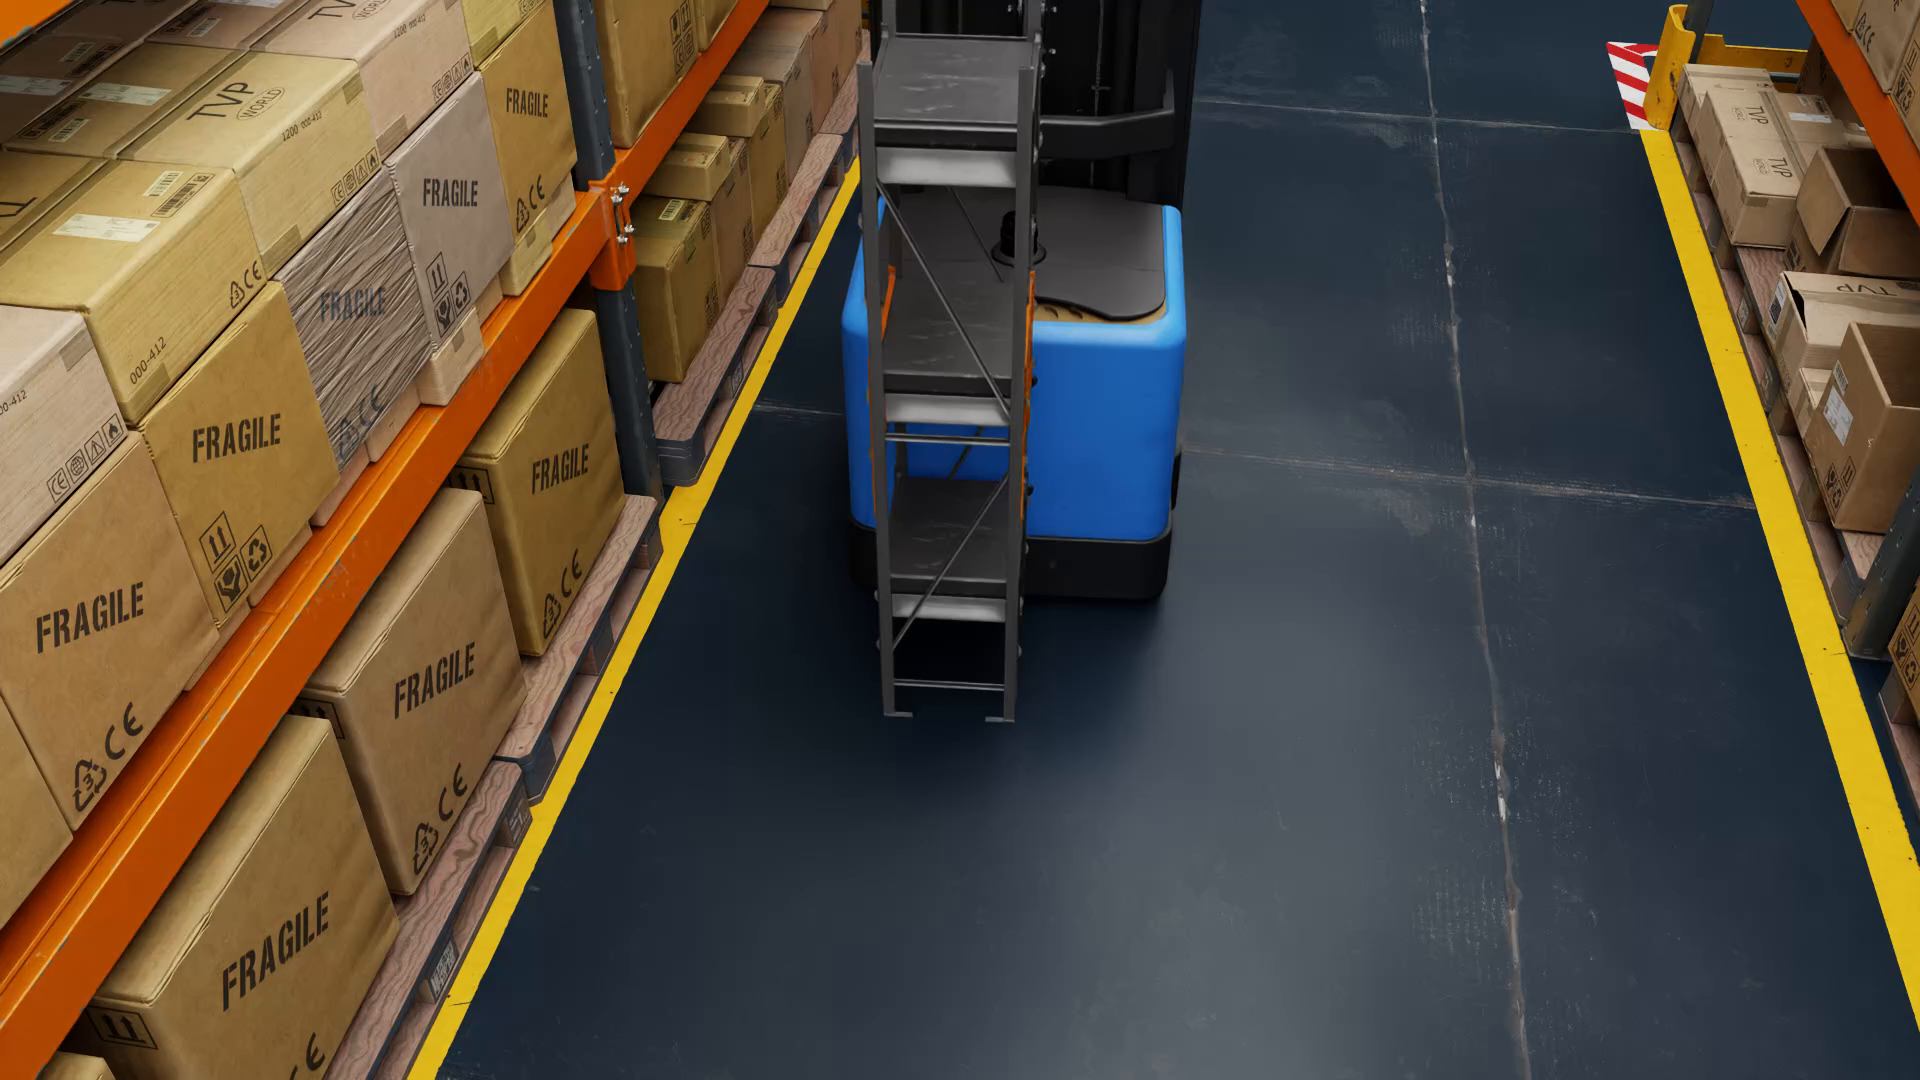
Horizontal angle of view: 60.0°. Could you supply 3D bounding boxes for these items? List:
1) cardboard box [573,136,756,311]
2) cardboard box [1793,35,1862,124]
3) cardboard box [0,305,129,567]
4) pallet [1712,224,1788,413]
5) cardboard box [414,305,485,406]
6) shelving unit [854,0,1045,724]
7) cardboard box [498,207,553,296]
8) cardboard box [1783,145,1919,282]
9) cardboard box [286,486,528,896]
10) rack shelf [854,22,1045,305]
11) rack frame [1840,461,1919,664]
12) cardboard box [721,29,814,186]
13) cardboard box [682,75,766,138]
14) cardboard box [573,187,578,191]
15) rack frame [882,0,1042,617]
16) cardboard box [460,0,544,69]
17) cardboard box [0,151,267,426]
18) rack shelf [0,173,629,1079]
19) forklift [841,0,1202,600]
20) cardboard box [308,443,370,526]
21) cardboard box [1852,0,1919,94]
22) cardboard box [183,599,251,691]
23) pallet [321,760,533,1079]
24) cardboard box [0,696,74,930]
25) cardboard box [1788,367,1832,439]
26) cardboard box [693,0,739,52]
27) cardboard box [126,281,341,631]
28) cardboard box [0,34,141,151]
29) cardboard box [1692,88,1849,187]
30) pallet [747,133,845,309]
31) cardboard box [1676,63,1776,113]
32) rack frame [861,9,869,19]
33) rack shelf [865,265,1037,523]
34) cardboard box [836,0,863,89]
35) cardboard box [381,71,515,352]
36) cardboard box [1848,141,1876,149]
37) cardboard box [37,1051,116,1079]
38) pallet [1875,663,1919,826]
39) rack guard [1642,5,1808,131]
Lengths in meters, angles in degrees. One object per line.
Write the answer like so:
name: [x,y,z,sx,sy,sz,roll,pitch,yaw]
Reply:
cardboard box: [-1.228,-1.276,6.571,0.700,0.500,0.500,6,40,7]
cardboard box: [4.171,-2.109,7.563,0.500,0.500,0.500,6,40,8]
cardboard box: [-1.734,-0.152,2.664,0.500,0.250,0.500,7,40,8]
pallet: [3.659,-0.885,6.654,1.003,0.211,1.213,6,40,8]
cardboard box: [-1.426,-0.481,4.159,0.380,0.149,0.250,6,40,8]
shelving unit: [-0.015,-0.417,4.607,0.431,2.100,0.503,3,40,3]
cardboard box: [-1.349,-0.811,4.558,0.380,0.149,0.250,7,40,8]
cardboard box: [3.651,-1.148,6.398,0.797,0.503,0.637,6,40,8]
cardboard box: [-1.684,0.343,4.339,0.750,0.750,0.750,8,40,9]
rack shelf: [-0.015,-0.946,4.170,0.431,0.518,0.480,3,40,3]
rack frame: [3.331,-0.761,4.316,1.000,3.000,0.127,6,40,8]
cardboard box: [-1.052,-1.933,7.366,0.700,0.500,0.500,5,40,6]
cardboard box: [-0.989,-1.733,6.615,0.380,0.149,0.250,5,40,6]
cardboard box: [-1.539,-1.142,5.900,0.380,0.149,0.250,6,40,7]
rack frame: [0.004,-0.572,4.794,0.400,2.100,0.015,3,40,3]
cardboard box: [-1.378,-1.433,4.213,0.500,0.250,0.500,7,40,9]
cardboard box: [-1.652,-0.473,3.052,0.500,0.250,0.500,6,40,7]
rack shelf: [-1.895,0.228,3.685,1.077,0.370,4.000,6,40,8]
forklift: [0.264,-1.862,5.701,1.130,2.935,3.031,3,40,3]
cardboard box: [-1.592,-0.179,3.794,0.380,0.149,0.250,5,40,6]
cardboard box: [3.339,-1.787,5.479,0.500,0.500,0.500,7,40,9]
cardboard box: [-1.701,0.150,3.396,0.380,0.149,0.250,7,40,8]
pallet: [-1.817,1.031,4.338,1.003,0.211,1.213,6,40,8]
cardboard box: [-1.805,0.441,2.535,0.500,0.500,0.500,8,40,9]
cardboard box: [3.156,-0.462,5.847,0.380,0.149,0.250,6,40,8]
cardboard box: [-1.307,-2.216,5.841,0.980,0.700,0.700,5,40,7]
cardboard box: [-1.636,-0.198,3.308,0.500,0.500,0.500,7,40,9]
cardboard box: [-2.051,-0.850,3.508,0.500,0.250,0.500,5,40,6]
cardboard box: [3.563,-1.757,7.334,0.500,0.250,0.500,6,40,8]
pallet: [-1.131,-1.466,7.358,1.003,0.211,1.213,6,40,8]
cardboard box: [3.612,-2.117,7.848,0.380,0.149,0.250,6,40,8]
rack frame: [-0.857,-3.815,8.010,1.000,3.000,0.127,6,40,8]
rack shelf: [-0.015,-0.407,4.616,0.431,0.518,0.480,3,40,3]
cardboard box: [-0.879,-2.563,8.128,0.700,0.500,0.500,6,40,8]
cardboard box: [-1.459,-0.827,4.068,0.500,0.500,0.500,7,40,8]
cardboard box: [3.977,-1.419,6.925,0.500,0.250,0.500,6,40,8]
cardboard box: [-1.985,1.426,3.029,0.750,0.750,0.750,6,40,7]
pallet: [3.227,0.829,4.582,1.003,0.211,1.213,6,40,8]
rack guard: [4.010,-2.260,8.091,1.175,0.500,0.348,6,40,8]
